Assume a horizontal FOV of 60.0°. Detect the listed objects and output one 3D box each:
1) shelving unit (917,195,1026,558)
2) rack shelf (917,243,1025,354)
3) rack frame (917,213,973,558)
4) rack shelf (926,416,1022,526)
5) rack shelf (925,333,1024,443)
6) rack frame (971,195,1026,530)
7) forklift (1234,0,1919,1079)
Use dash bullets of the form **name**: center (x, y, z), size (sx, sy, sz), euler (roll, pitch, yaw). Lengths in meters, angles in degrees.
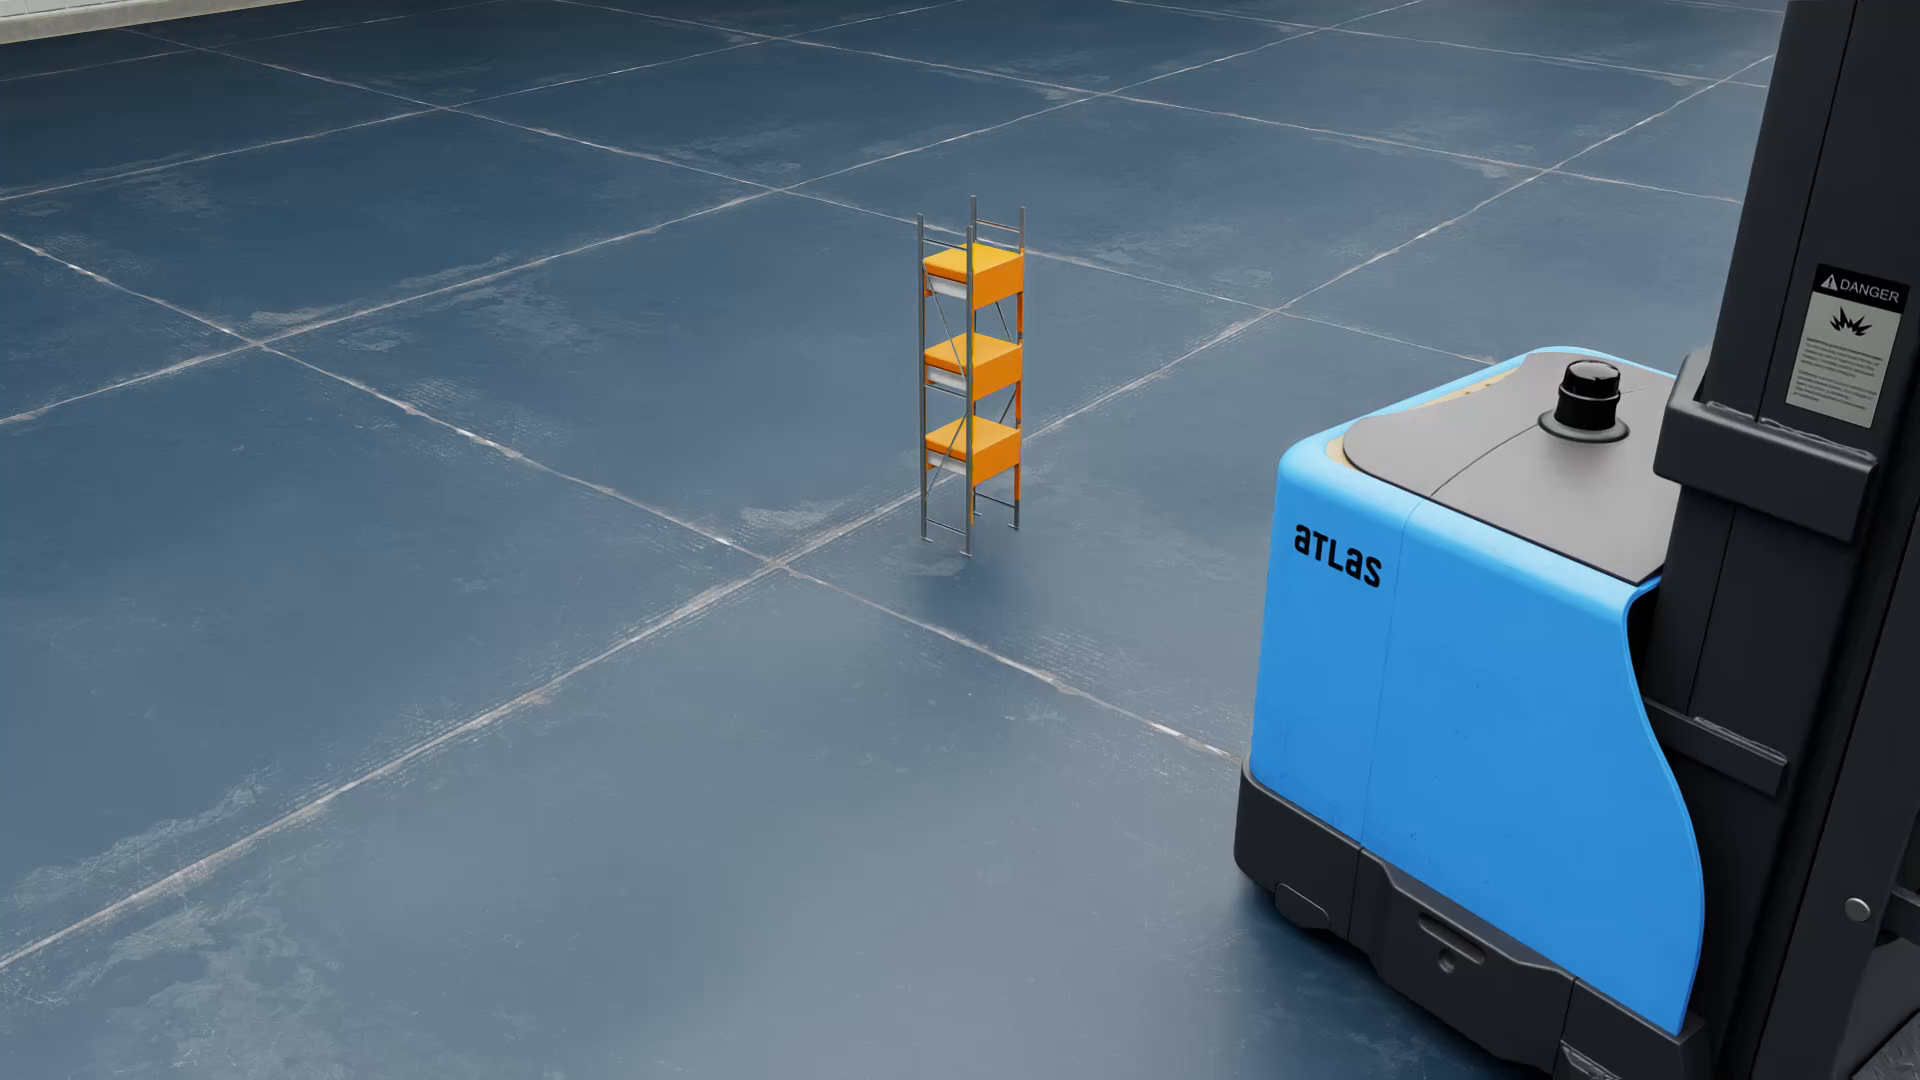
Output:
- **shelving unit**: center (0.034, -0.485, 5.045), size (0.215, 1.050, 0.252), euler (21, 34, 34)
- **rack shelf**: center (0.034, -0.728, 4.920), size (0.215, 0.259, 0.240), euler (21, 34, 34)
- **rack frame**: center (-0.044, -0.442, 4.962), size (0.200, 1.050, 0.008), euler (21, 34, 34)
- **rack shelf**: center (0.034, -0.229, 5.178), size (0.215, 0.259, 0.240), euler (21, 34, 34)
- **rack shelf**: center (0.034, -0.476, 5.050), size (0.215, 0.259, 0.240), euler (21, 34, 34)
- **rack frame**: center (0.112, -0.529, 5.129), size (0.200, 1.050, 0.008), euler (21, 34, 34)
- **forklift**: center (1.930, -0.145, 2.341), size (1.130, 2.935, 3.031), euler (-20, 34, -34)
